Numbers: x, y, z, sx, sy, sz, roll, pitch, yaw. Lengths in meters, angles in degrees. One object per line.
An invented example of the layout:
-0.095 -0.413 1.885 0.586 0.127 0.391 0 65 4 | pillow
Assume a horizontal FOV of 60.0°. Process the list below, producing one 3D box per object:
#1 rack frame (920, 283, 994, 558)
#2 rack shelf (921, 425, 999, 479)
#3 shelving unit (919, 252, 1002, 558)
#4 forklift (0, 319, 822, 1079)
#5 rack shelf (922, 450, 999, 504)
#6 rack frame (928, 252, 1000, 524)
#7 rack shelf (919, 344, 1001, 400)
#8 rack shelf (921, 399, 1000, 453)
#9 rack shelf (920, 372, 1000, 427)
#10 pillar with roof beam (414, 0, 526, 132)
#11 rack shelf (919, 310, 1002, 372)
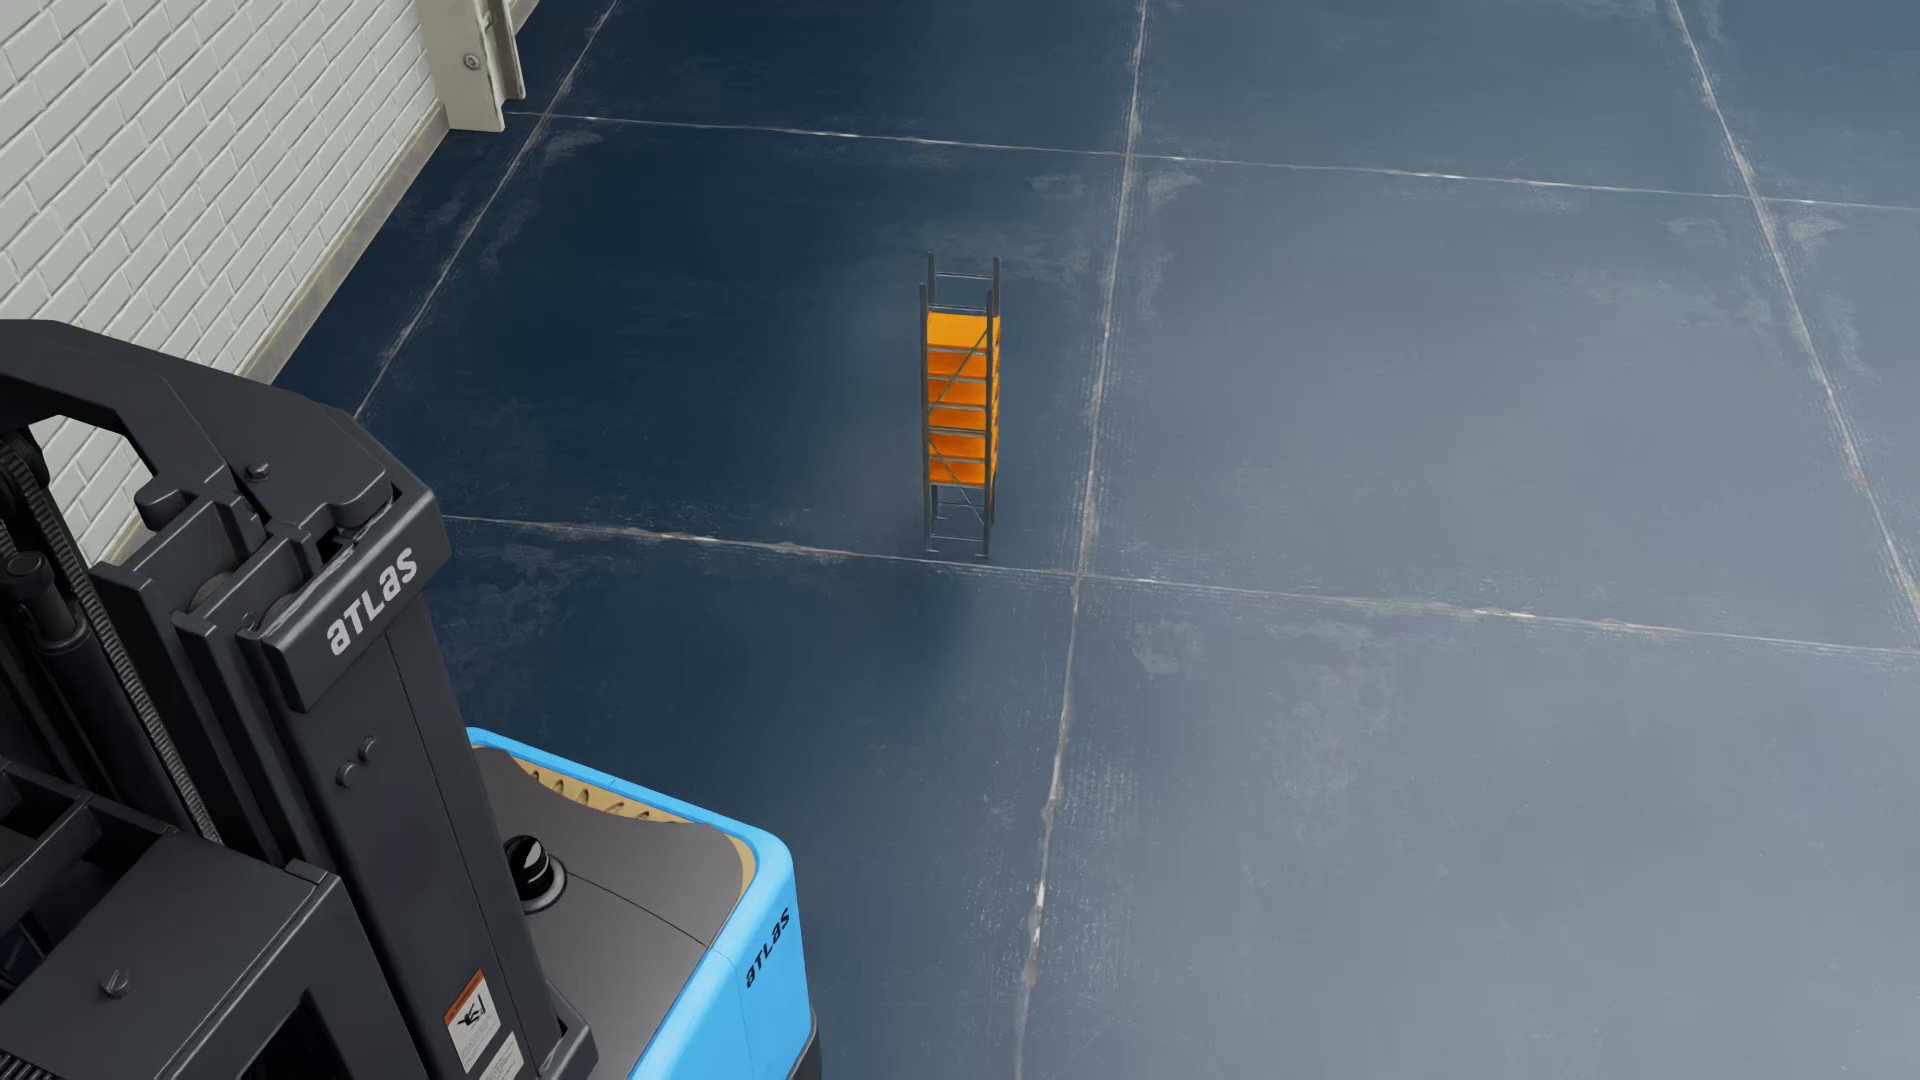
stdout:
-0.010 -0.383 5.782 0.240 1.200 0.006 5 44 6 | rack frame
0.002 -0.326 5.961 0.258 0.103 0.180 5 44 6 | rack shelf
0.002 -0.446 5.848 0.258 1.200 0.189 5 44 6 | shelving unit
-1.425 1.232 2.818 1.130 2.935 3.031 16 46 17 | forklift
0.002 -0.239 6.043 0.258 0.103 0.180 5 44 6 | rack shelf
0.014 -0.508 5.914 0.240 1.200 0.006 5 44 6 | rack frame
0.002 -0.588 5.713 0.258 0.103 0.180 5 44 6 | rack shelf
0.002 -0.413 5.878 0.258 0.103 0.180 5 44 6 | rack shelf
0.002 -0.500 5.796 0.258 0.103 0.180 5 44 6 | rack shelf
1.815 -5.095 5.085 9.100 9.000 0.400 5 44 6 | pillar with roof beam
0.002 -0.675 5.631 0.258 0.103 0.180 5 44 6 | rack shelf
